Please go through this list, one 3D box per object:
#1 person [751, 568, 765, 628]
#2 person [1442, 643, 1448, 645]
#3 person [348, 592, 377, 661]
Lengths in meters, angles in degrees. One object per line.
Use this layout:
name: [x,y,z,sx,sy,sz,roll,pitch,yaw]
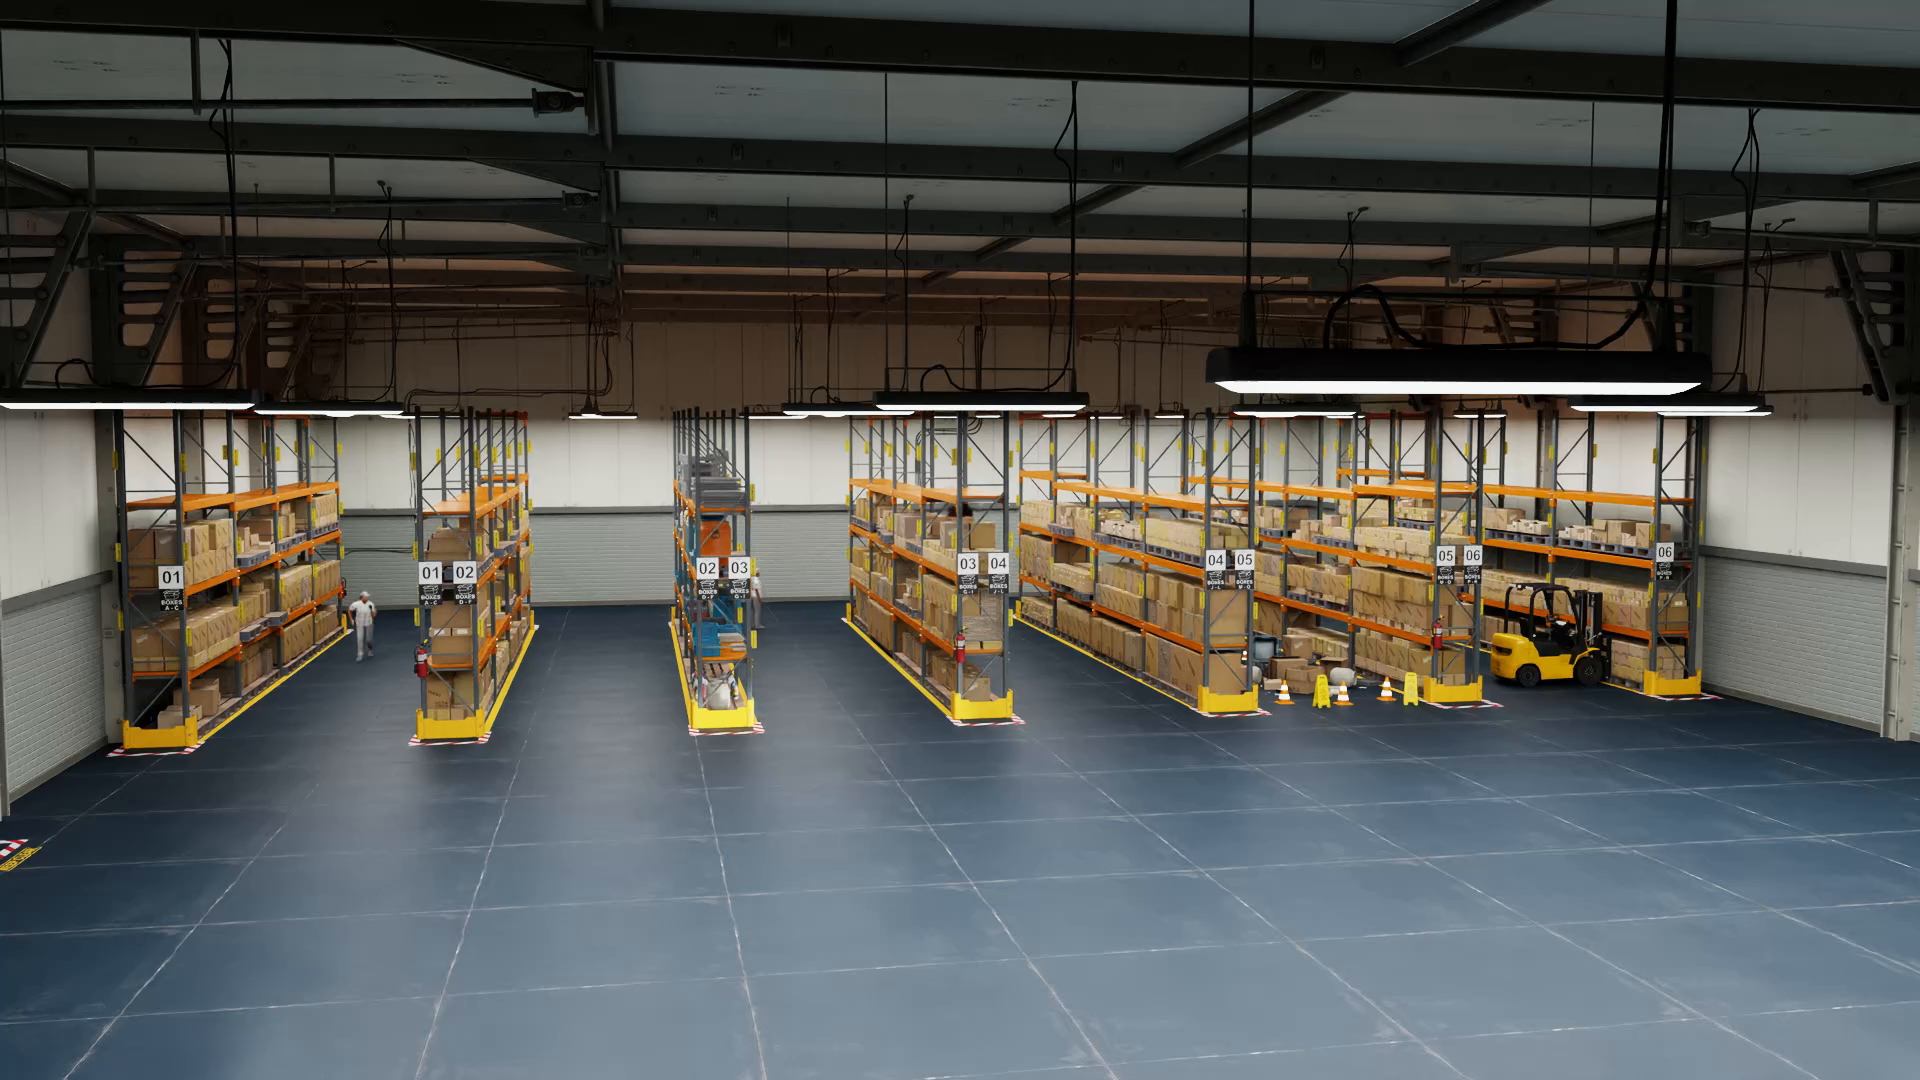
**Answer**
person: [-5.628,1.614,46.062,0.387,1.705,0.552,-1,4,-19]
person: [11.925,1.979,41.166,0.406,1.663,0.483,1,4,11]
person: [-14.344,2.045,39.863,0.643,1.613,1.028,-1,4,-9]
